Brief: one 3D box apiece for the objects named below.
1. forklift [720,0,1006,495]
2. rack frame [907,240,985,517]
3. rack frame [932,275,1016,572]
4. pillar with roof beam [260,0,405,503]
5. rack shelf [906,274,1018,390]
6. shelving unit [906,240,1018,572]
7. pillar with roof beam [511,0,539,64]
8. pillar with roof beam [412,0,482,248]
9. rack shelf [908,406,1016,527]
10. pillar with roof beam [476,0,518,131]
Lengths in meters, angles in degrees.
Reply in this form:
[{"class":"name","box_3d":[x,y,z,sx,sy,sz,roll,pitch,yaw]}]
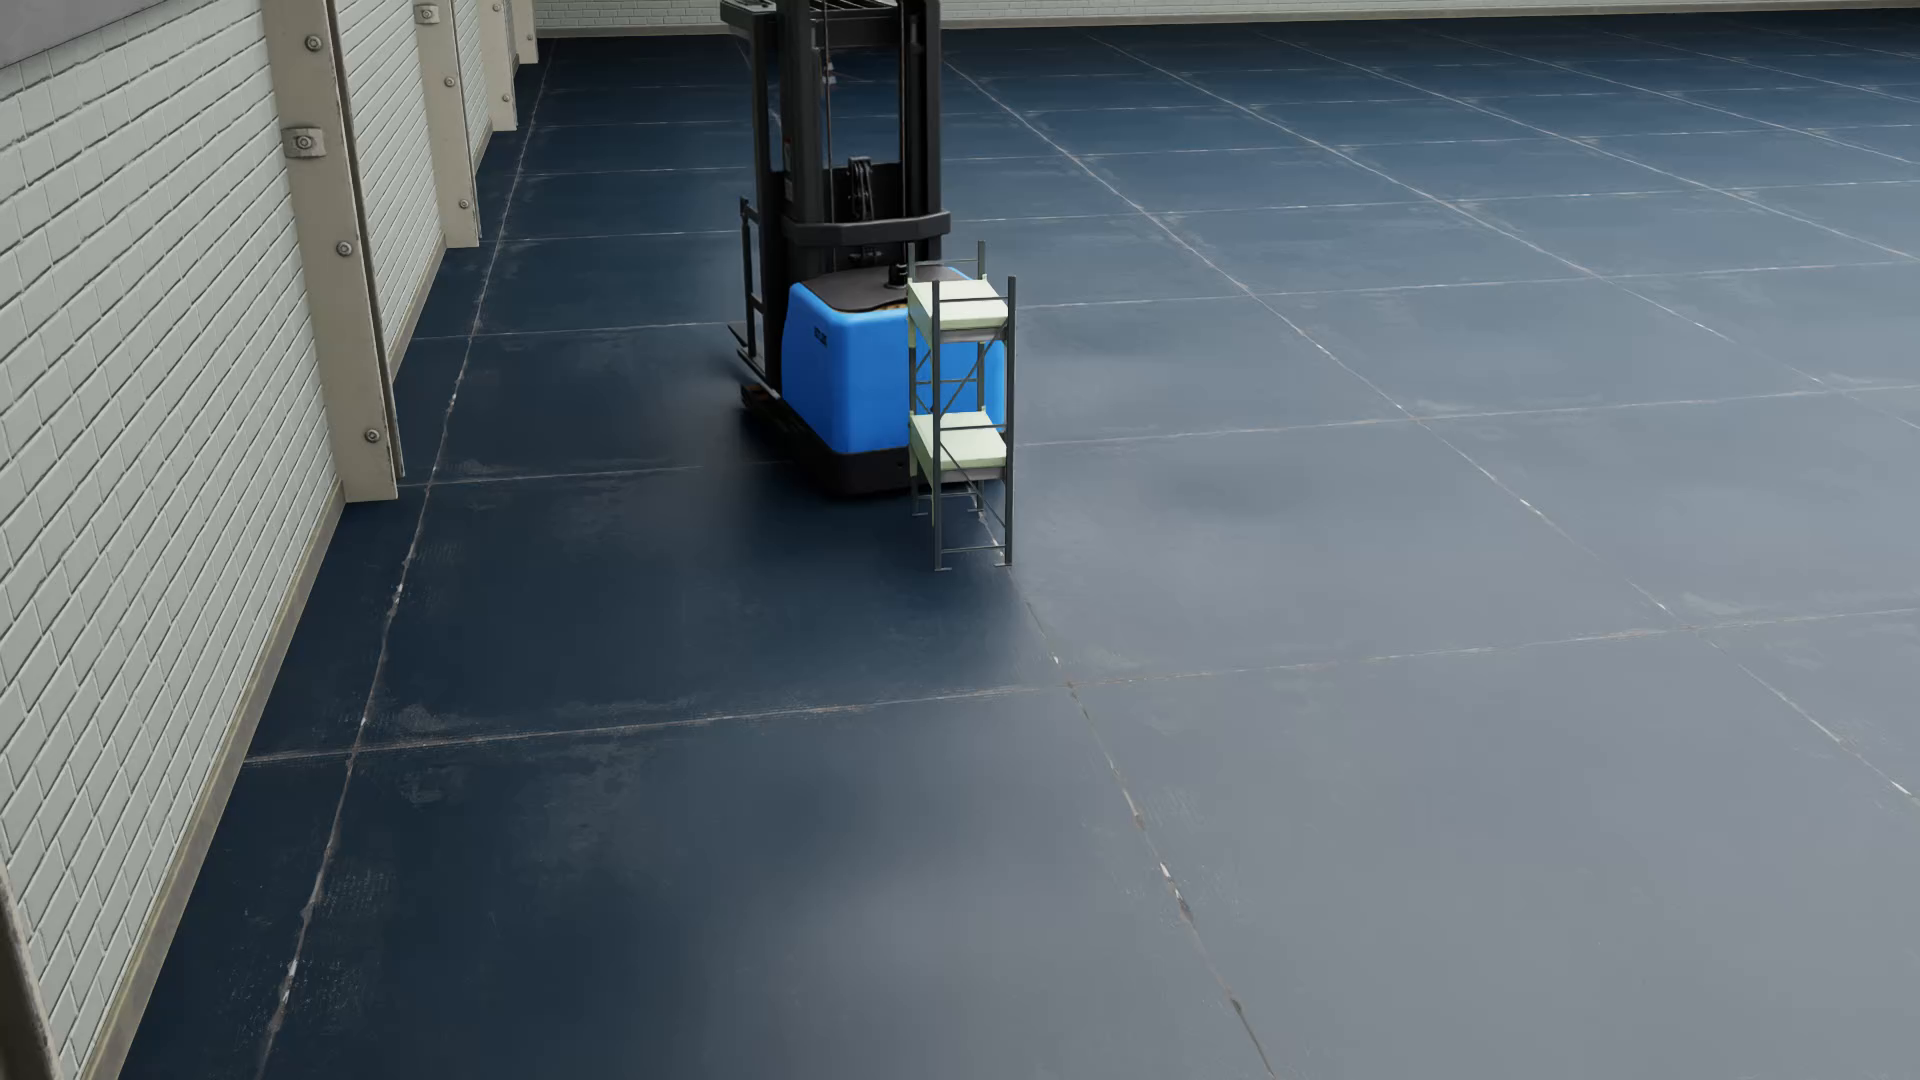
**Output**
[{"class":"forklift","box_3d":[-0.754,-2.151,10.014,1.130,2.935,3.031,-9,25,-20]},{"class":"rack frame","box_3d":[-0.069,-0.834,8.785,0.400,1.500,0.023,-4,24,-10]},{"class":"rack frame","box_3d":[0.066,-0.546,8.126,0.400,1.500,0.023,-4,24,-10]},{"class":"pillar with roof beam","box_3d":[0.901,-4.737,8.353,9.100,9.000,0.400,-4,24,-10]},{"class":"rack shelf","box_3d":[-0.001,-1.048,8.300,0.431,0.370,0.720,-4,24,-10]},{"class":"shelving unit","box_3d":[-0.001,-0.690,8.456,0.431,1.500,0.755,-4,24,-10]},{"class":"pillar with roof beam","box_3d":[-2.427,-11.817,24.564,9.100,9.000,0.400,-4,24,-10]},{"class":"pillar with roof beam","box_3d":[-0.208,-7.097,13.757,9.100,9.000,0.400,-4,24,-10]},{"class":"rack shelf","box_3d":[-0.001,-0.391,8.586,0.431,0.370,0.720,-4,24,-10]},{"class":"pillar with roof beam","box_3d":[-1.318,-9.457,19.160,9.100,9.000,0.400,-4,24,-10]}]
